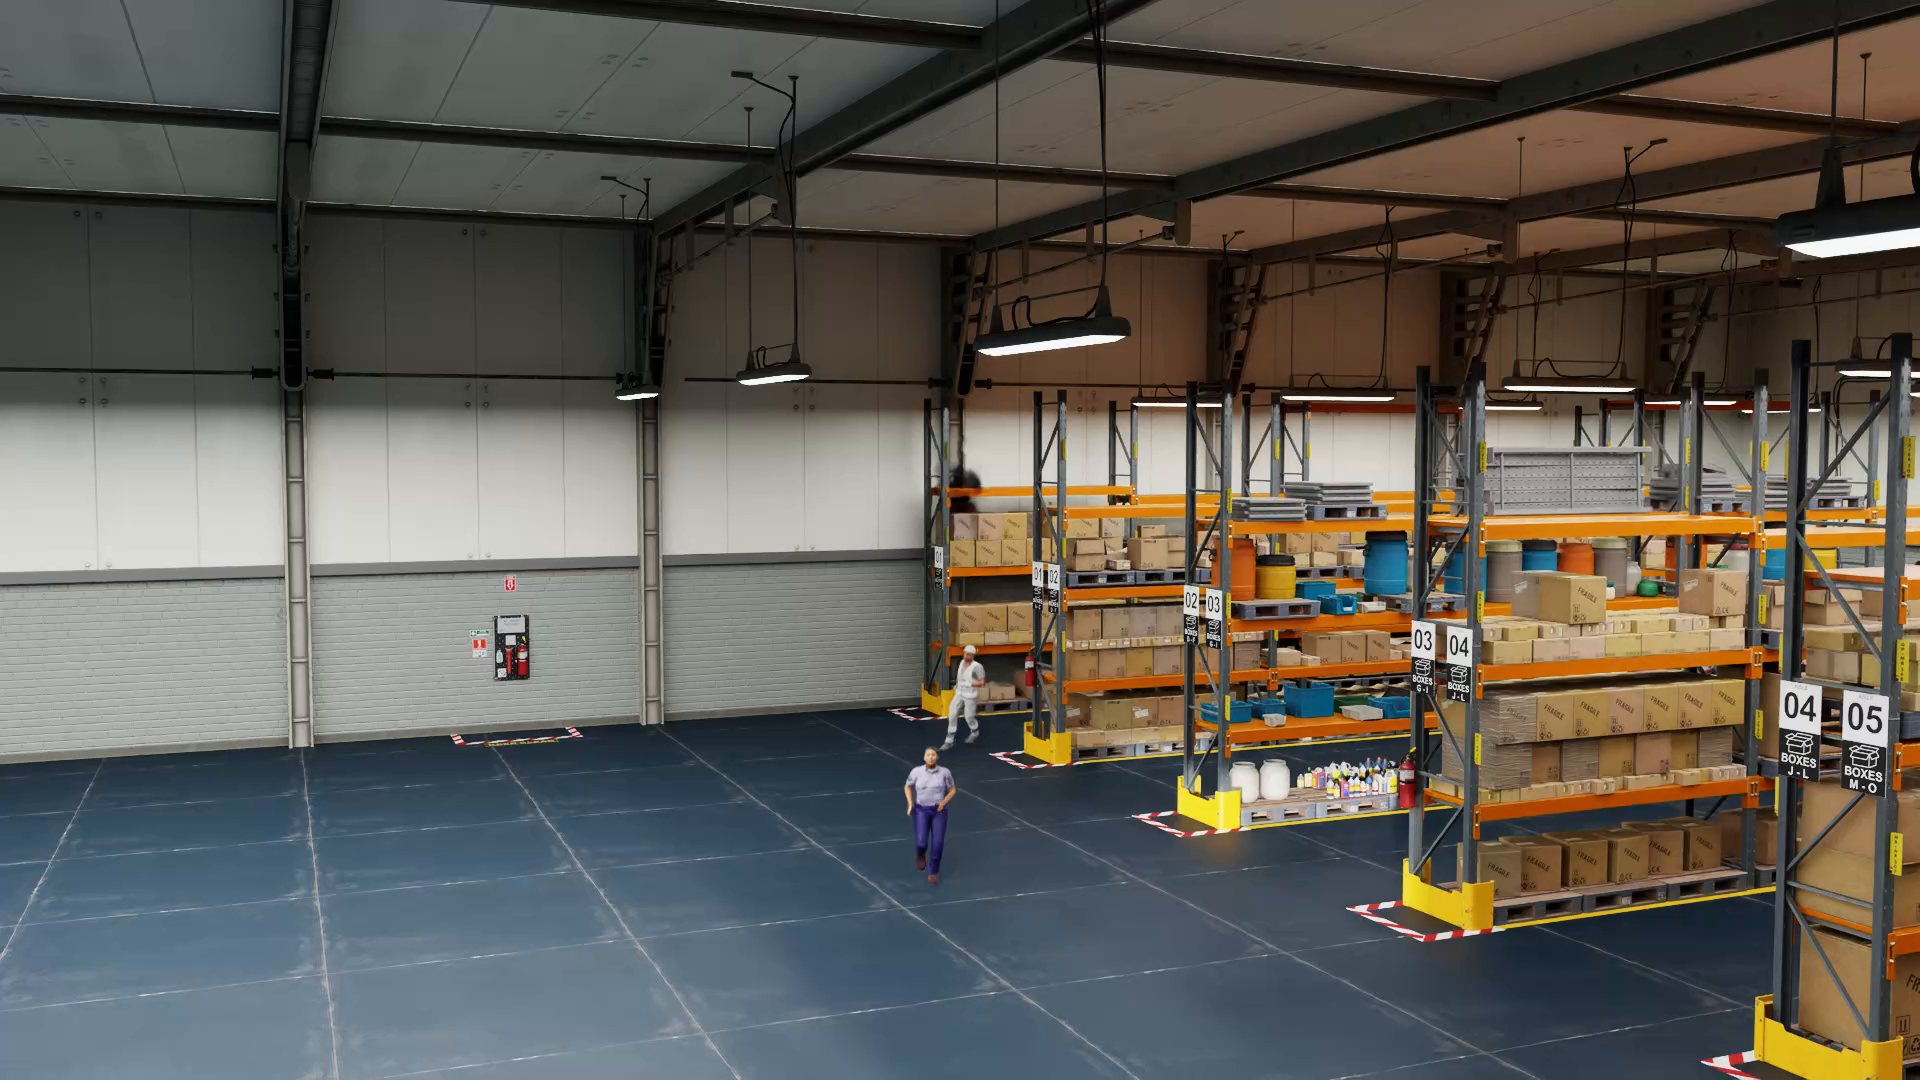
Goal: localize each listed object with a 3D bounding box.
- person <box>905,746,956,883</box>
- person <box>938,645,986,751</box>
[{"bbox_3d":[-0.347,3.227,19.516,0.607,1.590,0.547,0,3,-2],"label":"person"},{"bbox_3d":[0.165,2.643,27.977,0.712,1.788,0.901,3,4,37],"label":"person"}]
